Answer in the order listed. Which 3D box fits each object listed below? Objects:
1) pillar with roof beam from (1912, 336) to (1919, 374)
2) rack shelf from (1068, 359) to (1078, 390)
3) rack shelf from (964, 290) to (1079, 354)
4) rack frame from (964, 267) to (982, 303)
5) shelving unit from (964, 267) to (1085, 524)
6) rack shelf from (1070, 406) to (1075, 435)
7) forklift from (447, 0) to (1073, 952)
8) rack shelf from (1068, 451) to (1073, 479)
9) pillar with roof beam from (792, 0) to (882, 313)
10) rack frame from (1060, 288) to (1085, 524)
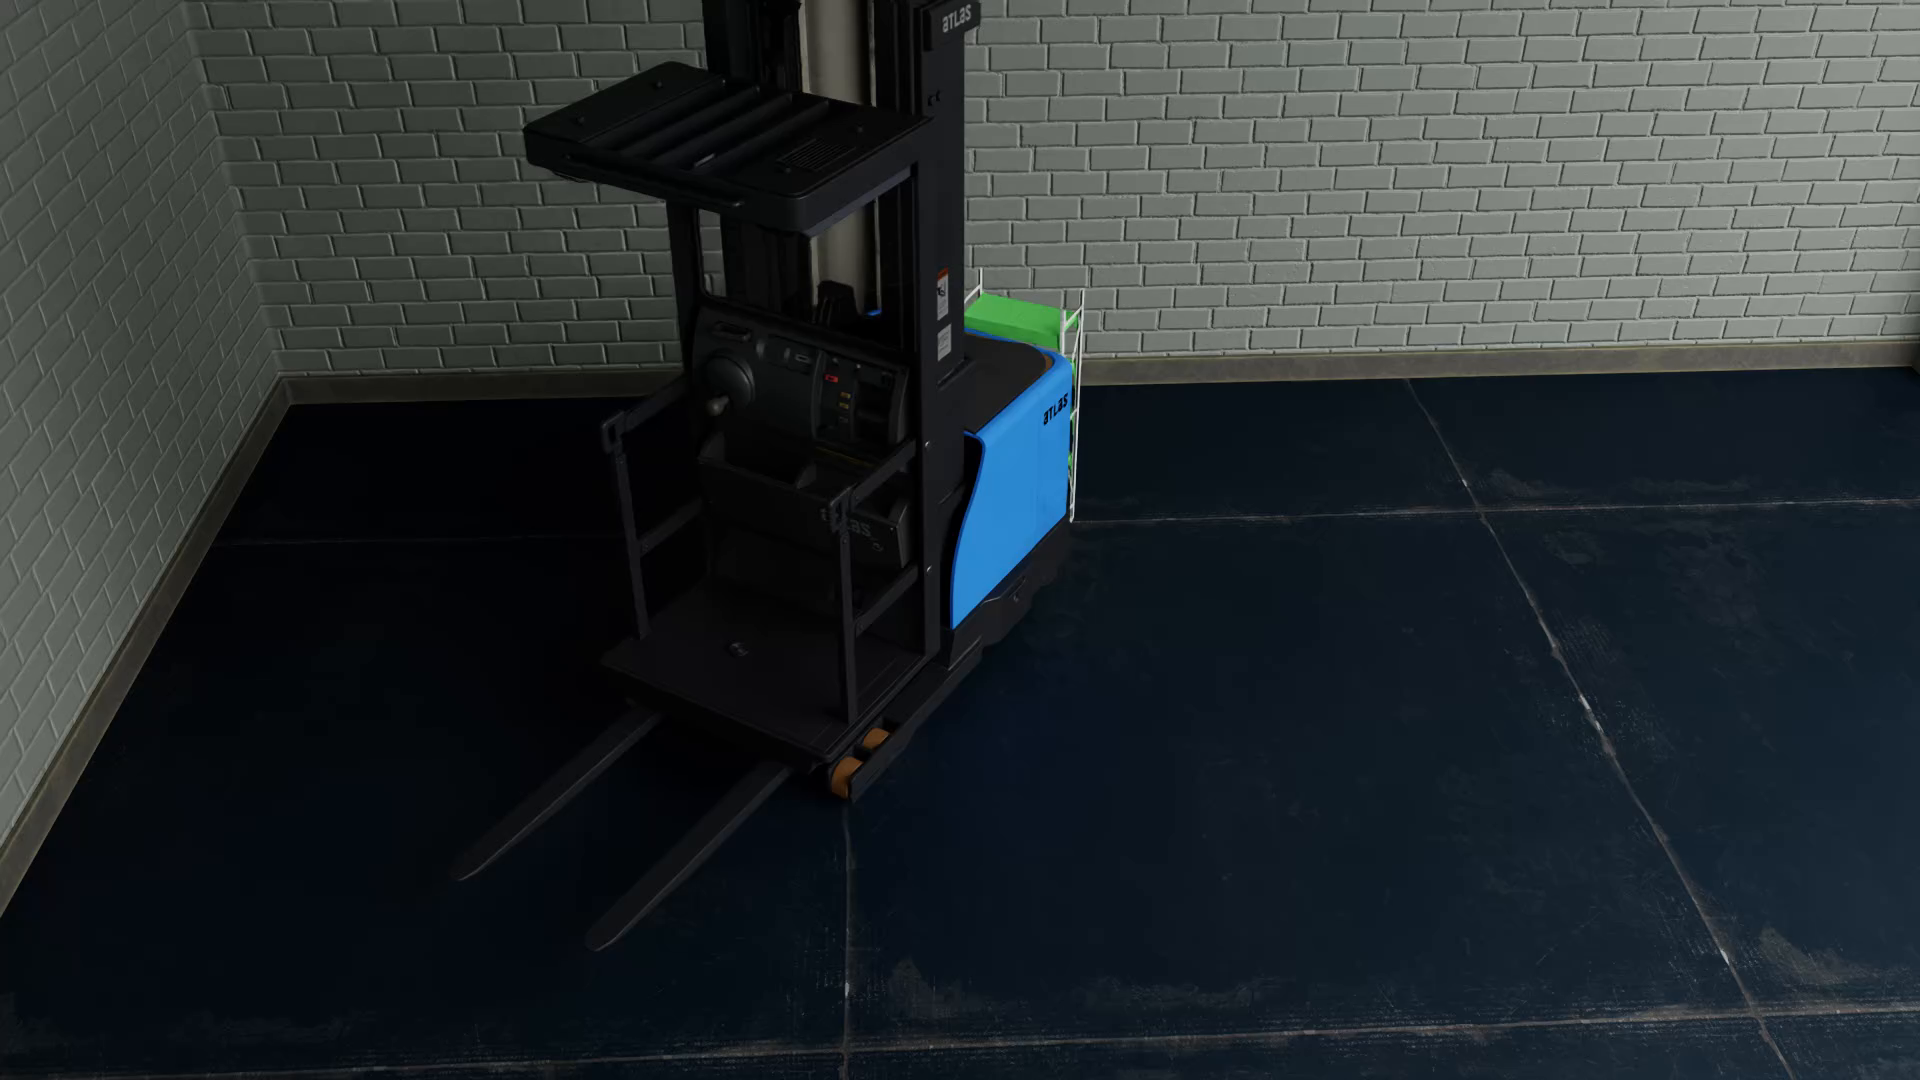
[{"bbox_3d":[5.633,-2.145,2.942,0.400,9.000,9.100,-2,35,-2],"label":"pillar with roof beam"},{"bbox_3d":[0.263,-0.741,7.457,0.480,0.148,0.258,15,37,20],"label":"rack shelf"},{"bbox_3d":[0.263,-0.938,7.320,0.480,0.148,0.258,15,37,20],"label":"rack shelf"},{"bbox_3d":[0.042,-0.655,7.642,0.015,1.200,0.240,15,37,20],"label":"rack frame"},{"bbox_3d":[0.263,-0.596,7.557,0.503,1.200,0.258,15,37,20],"label":"shelving unit"},{"bbox_3d":[0.263,-0.544,7.593,0.480,0.148,0.258,15,37,20],"label":"rack shelf"},{"bbox_3d":[-0.699,-0.517,5.921,1.130,2.935,3.031,19,39,25],"label":"forklift"},{"bbox_3d":[0.263,-0.346,7.730,0.480,0.148,0.258,15,37,20],"label":"rack shelf"},{"bbox_3d":[-0.360,-1.984,2.709,0.400,9.000,9.100,-2,35,-2],"label":"pillar with roof beam"},{"bbox_3d":[0.484,-0.537,7.472,0.015,1.200,0.240,15,37,20],"label":"rack frame"}]
